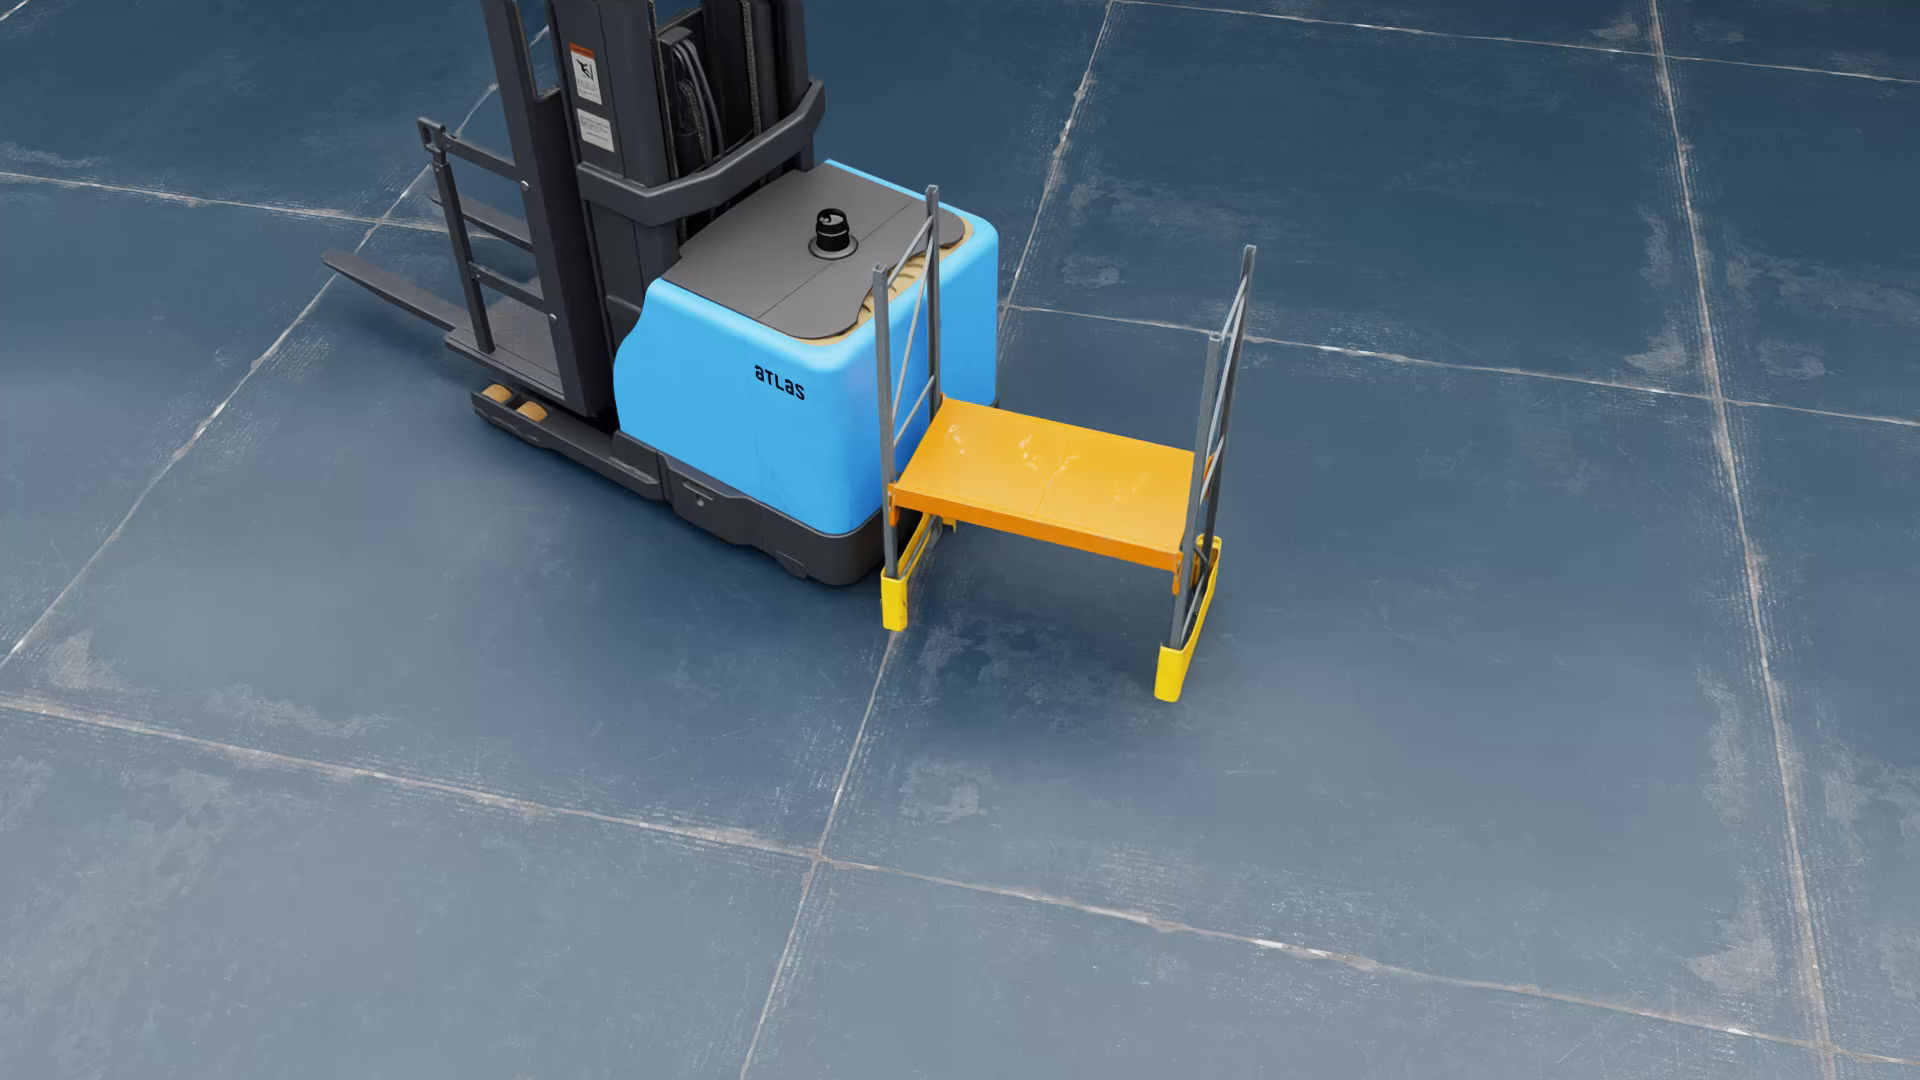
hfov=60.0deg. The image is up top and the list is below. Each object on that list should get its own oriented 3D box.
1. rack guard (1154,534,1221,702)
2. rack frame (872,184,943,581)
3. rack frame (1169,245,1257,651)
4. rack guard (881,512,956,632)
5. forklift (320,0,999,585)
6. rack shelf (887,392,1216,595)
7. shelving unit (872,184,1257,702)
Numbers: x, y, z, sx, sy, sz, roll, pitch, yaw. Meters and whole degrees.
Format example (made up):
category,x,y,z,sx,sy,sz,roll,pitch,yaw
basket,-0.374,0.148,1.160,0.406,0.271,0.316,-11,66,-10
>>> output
category,x,y,z,sx,sy,sz,roll,pitch,yaw
rack guard,0.795,0.266,5.793,0.087,0.250,0.587,14,46,14
rack frame,-0.163,-0.416,5.601,0.032,1.500,0.500,14,46,14
rack frame,0.797,-0.184,5.359,0.032,1.500,0.500,14,46,14
rack guard,-0.145,0.038,6.030,0.087,0.250,0.587,14,46,14
forklift,-1.347,-1.713,5.916,3.031,2.935,1.130,26,50,24
rack shelf,0.317,-0.170,5.605,1.000,0.185,0.538,14,46,14
shelving unit,0.325,-0.298,5.478,1.083,1.500,0.587,14,46,14
